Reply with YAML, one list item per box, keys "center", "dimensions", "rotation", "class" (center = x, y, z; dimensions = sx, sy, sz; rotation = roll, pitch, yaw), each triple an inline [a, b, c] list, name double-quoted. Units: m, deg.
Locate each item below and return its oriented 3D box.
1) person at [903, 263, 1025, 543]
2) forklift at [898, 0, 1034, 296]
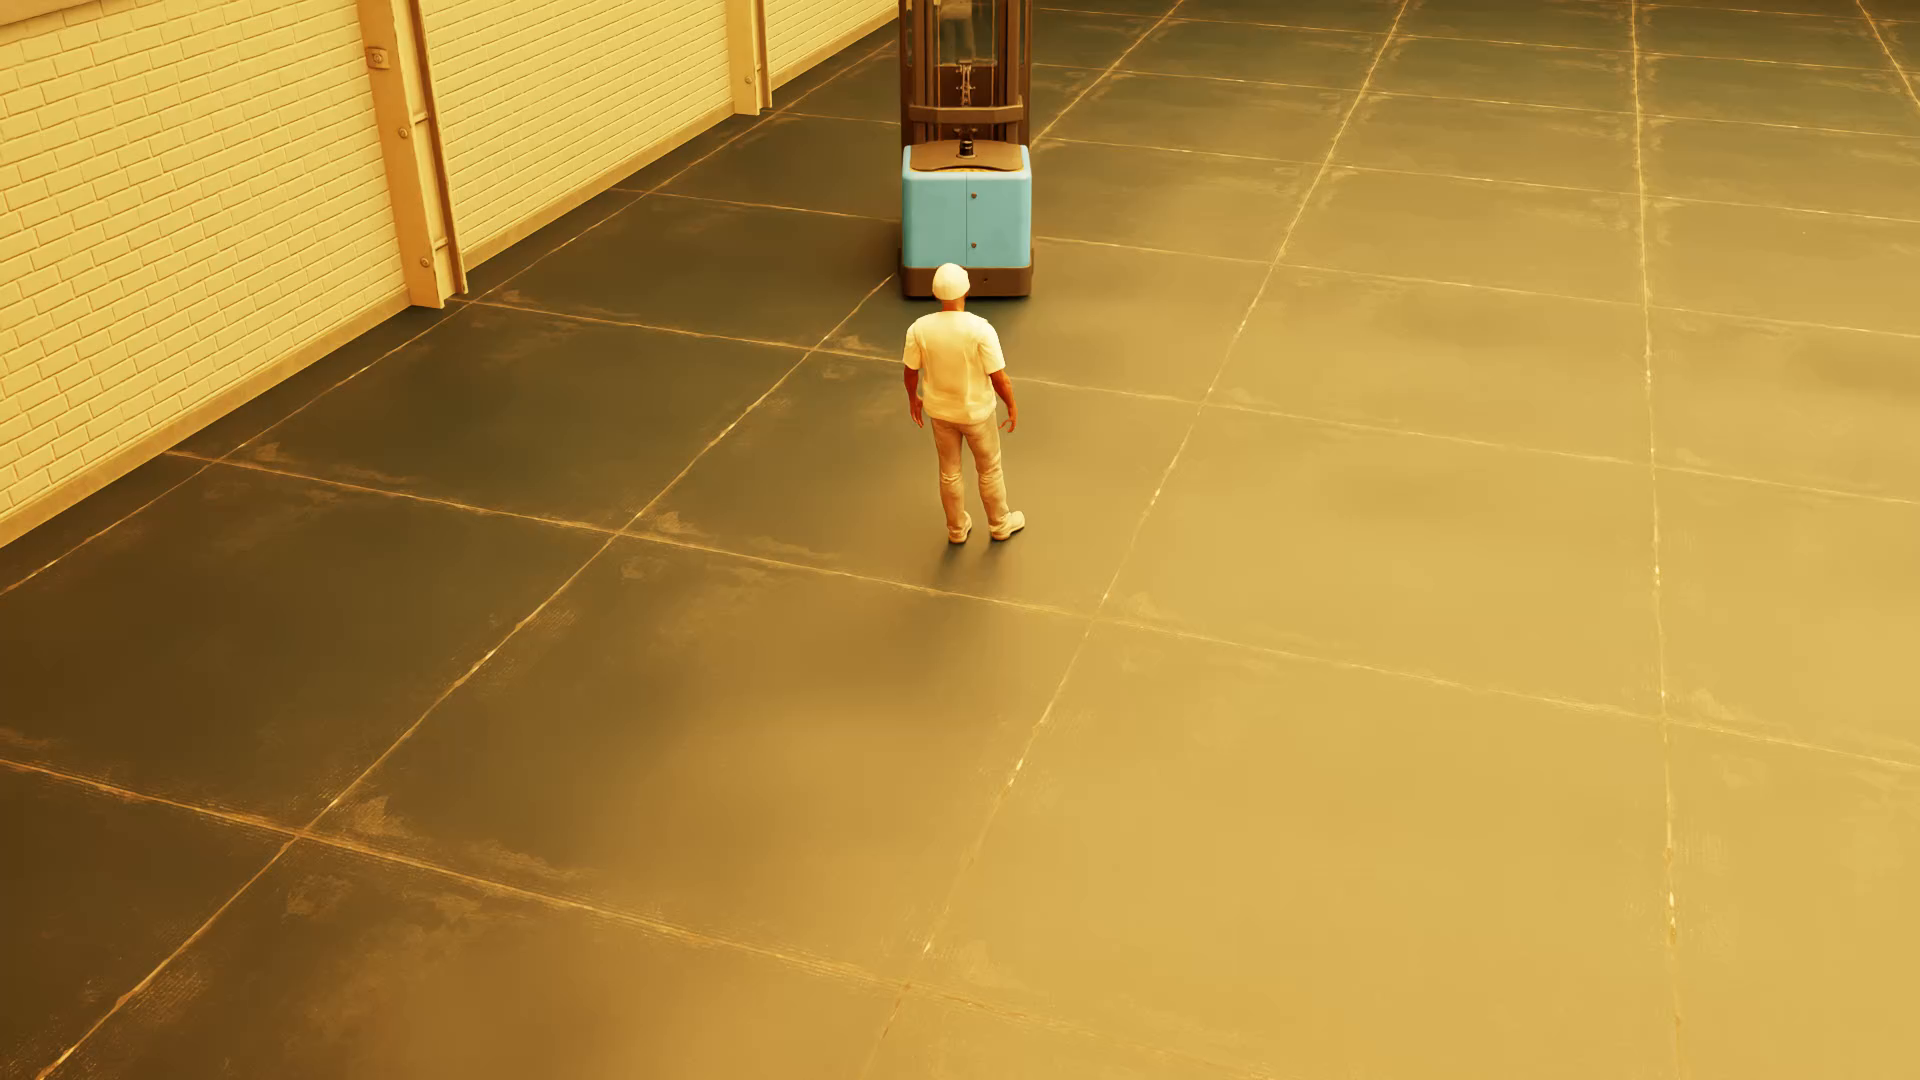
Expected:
- center: [0.029, -0.805, 9.710]
  dimensions: [0.665, 1.765, 0.577]
  rotation: [10, 31, 16]
  class: "person"
- center: [0.043, -3.924, 14.020]
  dimensions: [1.130, 2.935, 3.031]
  rotation: [0, 30, 0]
  class: "forklift"
